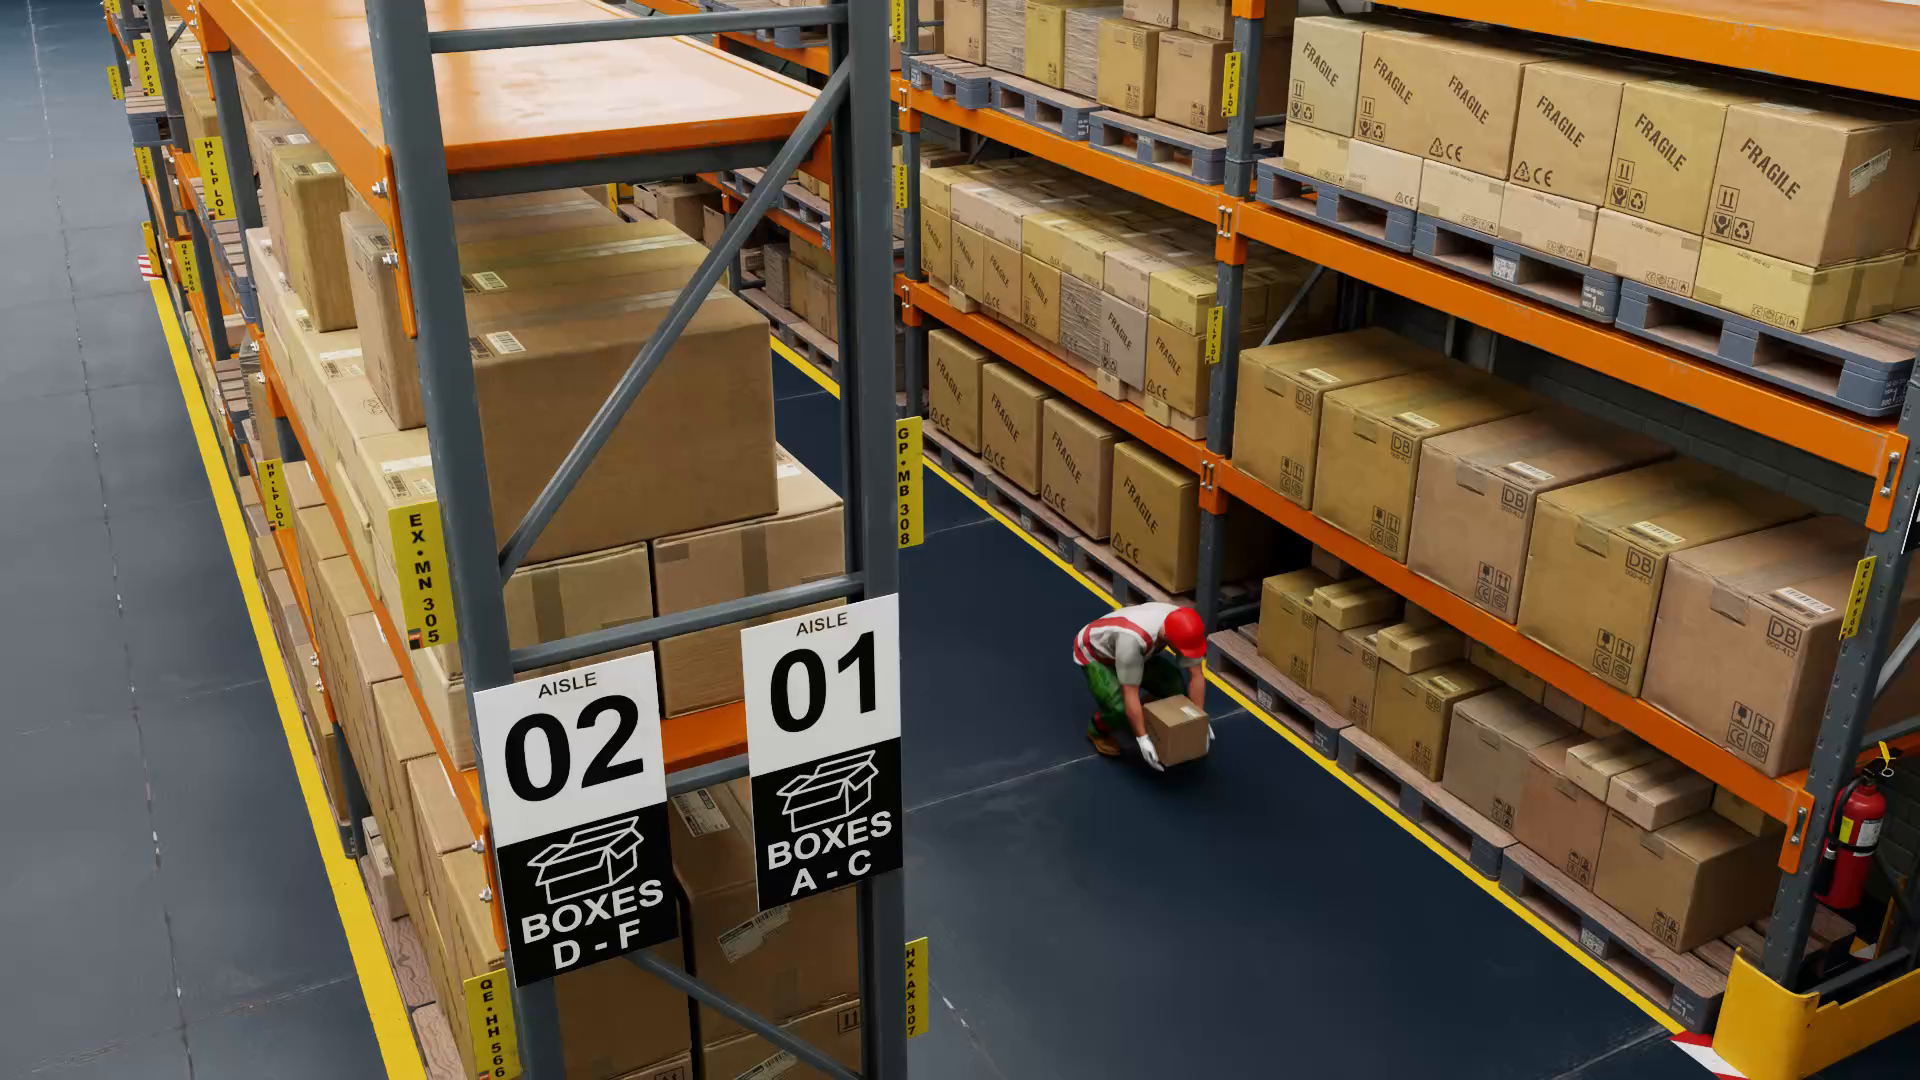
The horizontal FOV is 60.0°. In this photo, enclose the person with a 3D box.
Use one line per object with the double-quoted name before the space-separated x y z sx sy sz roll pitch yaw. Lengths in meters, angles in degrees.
"person" 0.995 0.710 9.003 0.573 1.006 0.884 -13 28 -25
